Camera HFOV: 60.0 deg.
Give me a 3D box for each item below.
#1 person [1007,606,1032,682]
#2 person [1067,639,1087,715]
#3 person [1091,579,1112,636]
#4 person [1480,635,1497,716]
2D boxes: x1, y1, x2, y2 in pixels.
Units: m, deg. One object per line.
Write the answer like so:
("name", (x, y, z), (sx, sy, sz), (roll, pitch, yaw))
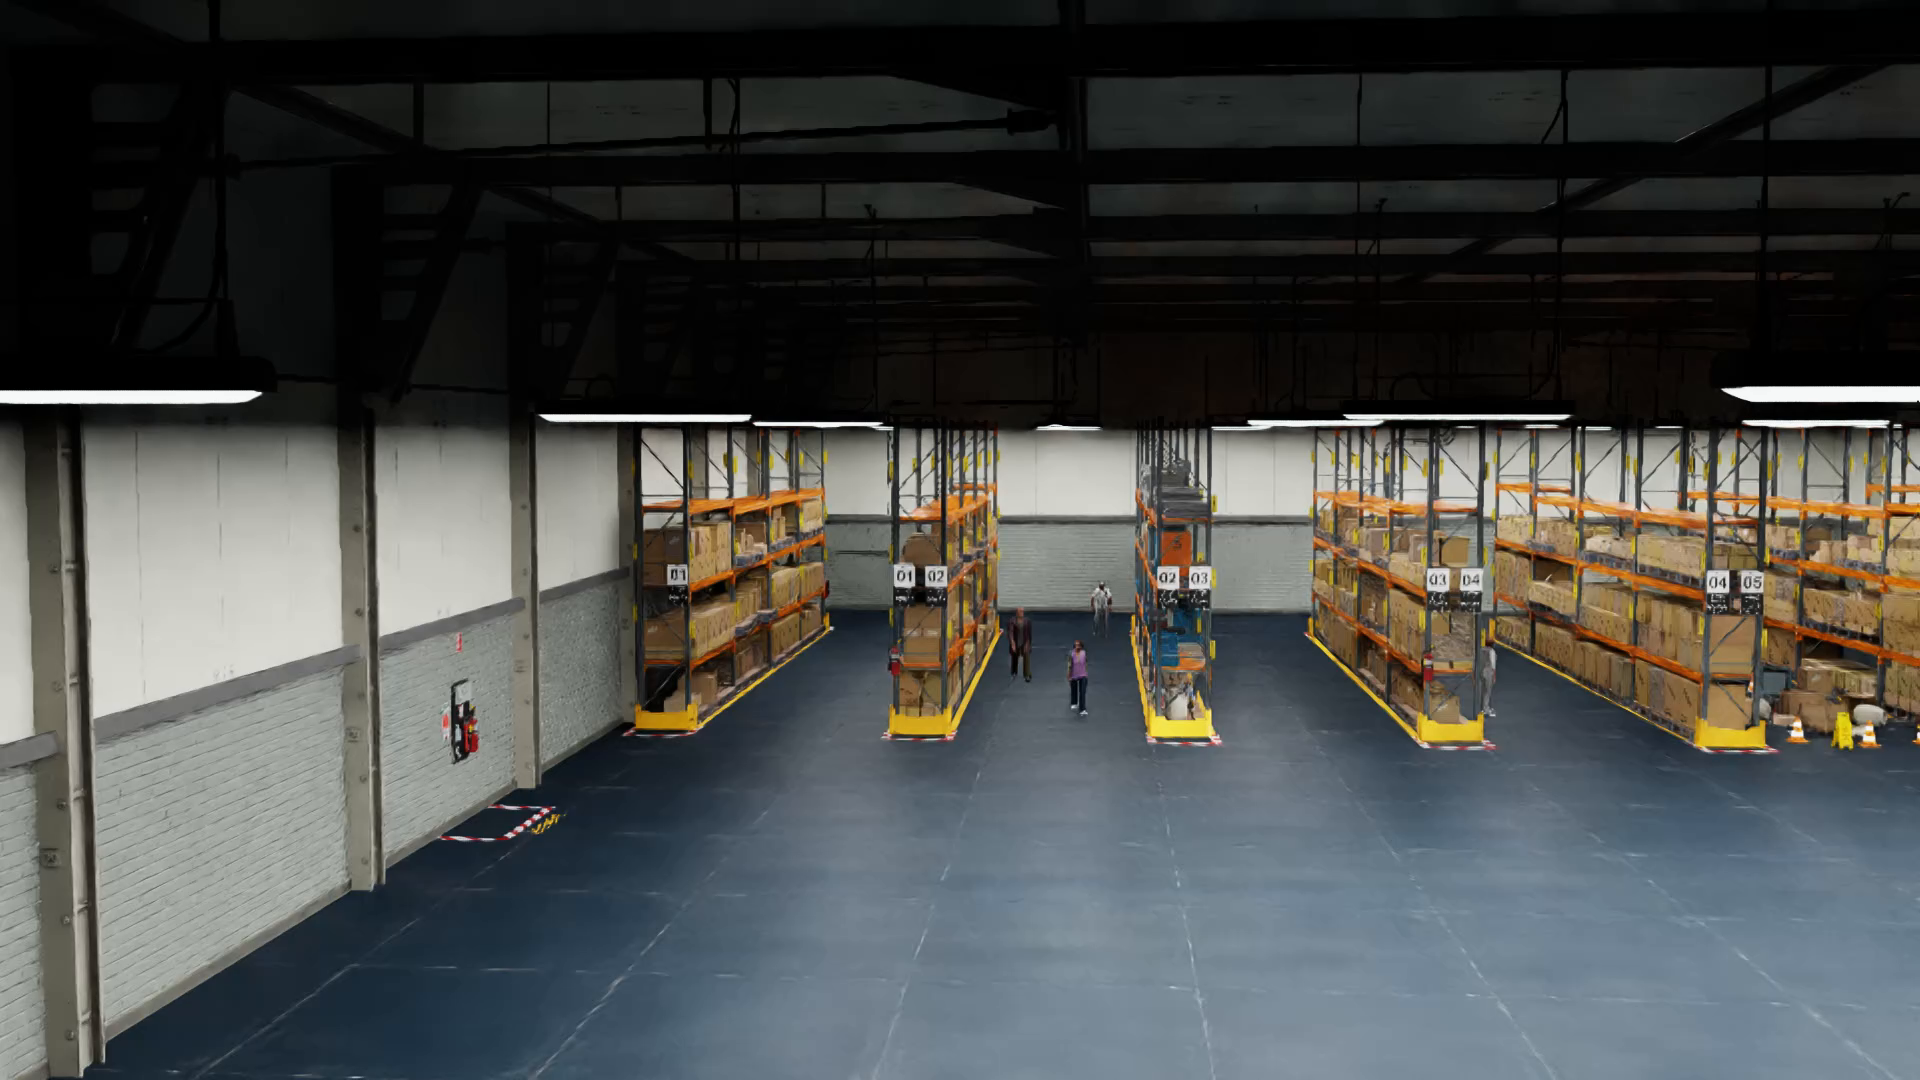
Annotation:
("person", (1.364, 2.363, 38.069), (0.577, 1.716, 1.103), (0, 4, -4))
("person", (2.374, 2.748, 33.681), (0.419, 1.514, 1.038), (0, 4, 2))
("person", (3.957, 1.883, 46.472), (0.593, 1.629, 0.522), (0, 4, 3))
("person", (10.666, 2.719, 33.530), (0.419, 1.603, 0.502), (-1, 4, -17))
